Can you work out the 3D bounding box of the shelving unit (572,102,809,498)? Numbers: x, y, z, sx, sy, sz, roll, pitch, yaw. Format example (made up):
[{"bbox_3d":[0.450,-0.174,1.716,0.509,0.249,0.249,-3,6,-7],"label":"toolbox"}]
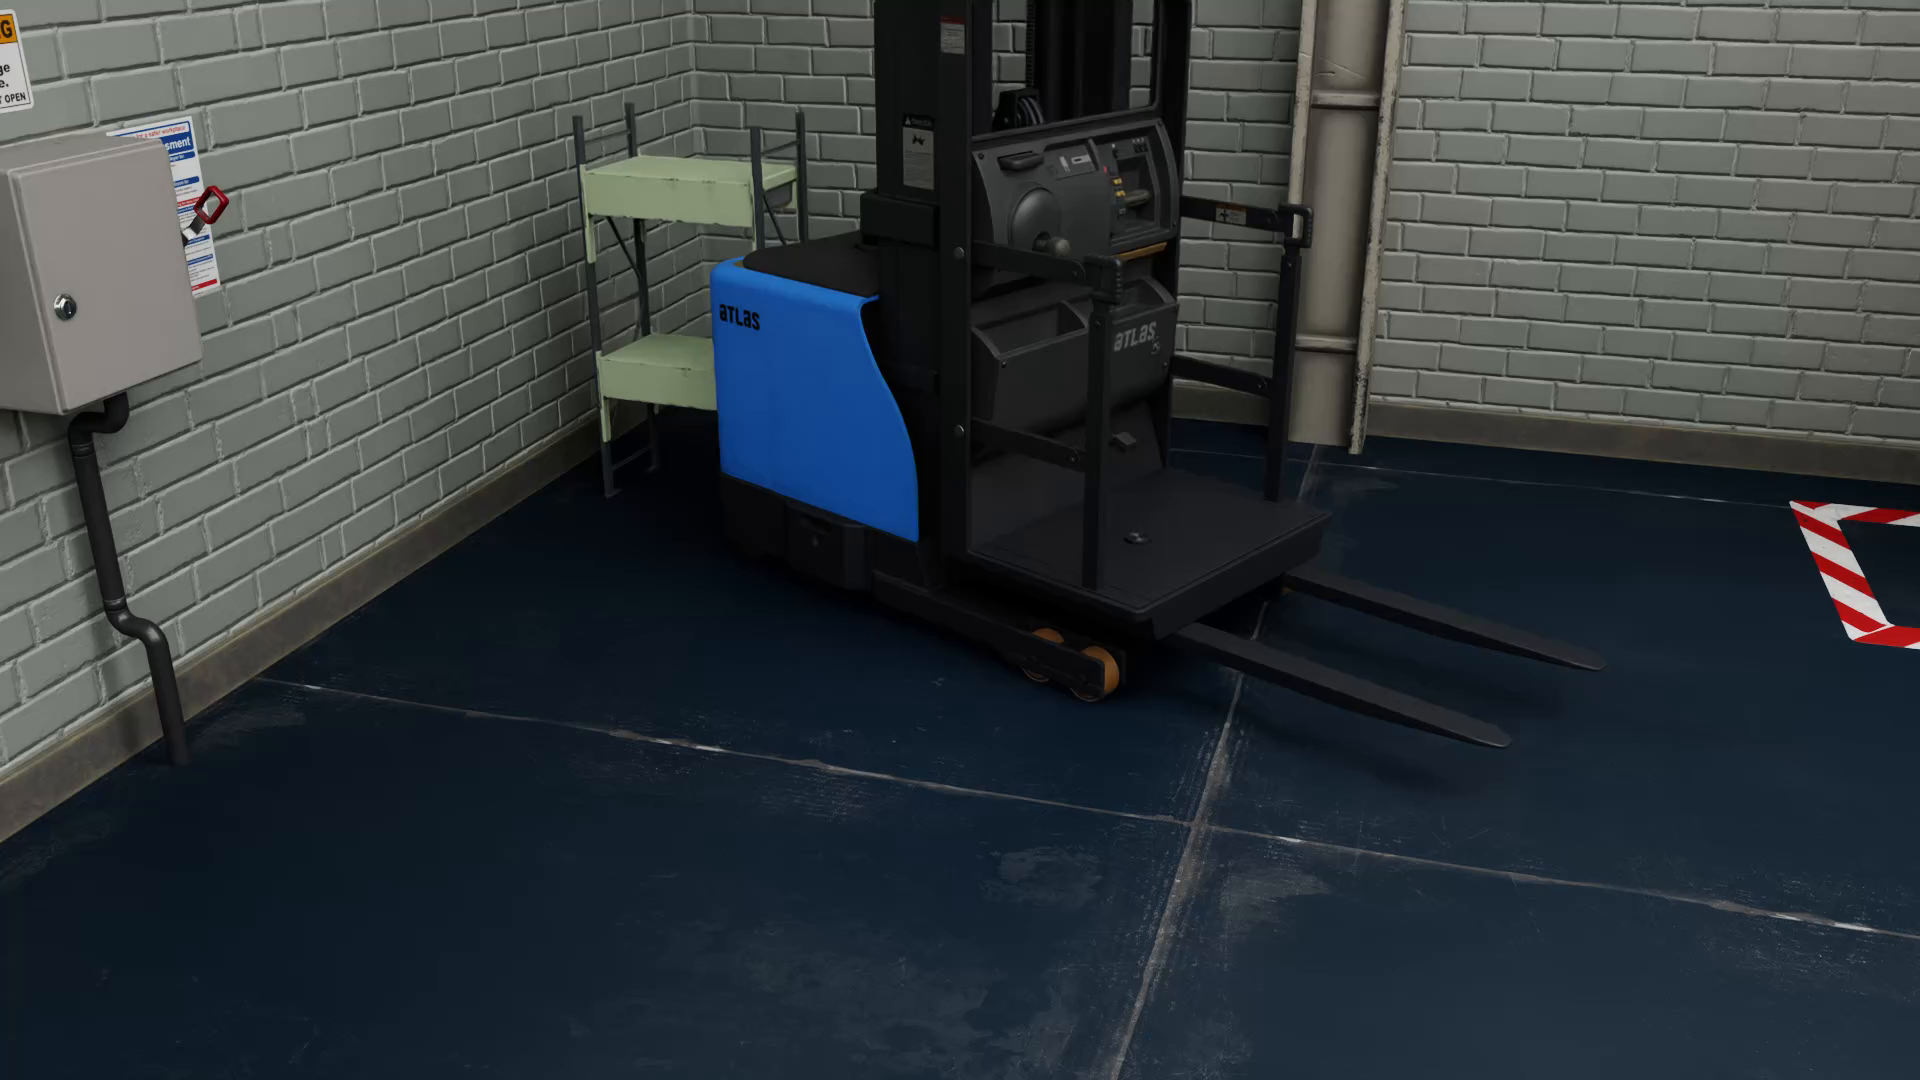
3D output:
[{"bbox_3d":[-1.005,-0.886,6.454,0.755,1.500,0.431,8,24,19],"label":"shelving unit"}]

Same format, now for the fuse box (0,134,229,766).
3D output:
[{"bbox_3d":[-2.185,-0.168,4.425,0.414,1.711,0.539,7,23,16],"label":"fuse box"}]

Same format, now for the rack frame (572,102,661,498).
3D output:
[{"bbox_3d":[-1.347,-0.936,6.575,0.023,1.500,0.400,8,24,19],"label":"rack frame"}]

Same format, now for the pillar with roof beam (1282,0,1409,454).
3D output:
[{"bbox_3d":[0.340,-3.046,1.838,0.400,9.000,9.100,7,23,16],"label":"pillar with roof beam"}]

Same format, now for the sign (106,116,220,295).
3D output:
[{"bbox_3d":[-2.240,-0.923,4.692,0.001,0.494,0.329,7,23,16],"label":"sign"}]

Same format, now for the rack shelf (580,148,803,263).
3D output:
[{"bbox_3d":[-1.005,-1.247,6.306,0.720,0.370,0.431,8,24,19],"label":"rack shelf"}]

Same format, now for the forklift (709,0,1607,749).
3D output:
[{"bbox_3d":[0.534,-1.087,5.058,3.031,2.935,1.130,19,29,39],"label":"forklift"}]

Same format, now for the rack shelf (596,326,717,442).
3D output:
[{"bbox_3d":[-1.005,-0.585,6.578,0.720,0.370,0.431,8,24,19],"label":"rack shelf"}]

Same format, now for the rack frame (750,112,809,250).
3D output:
[{"bbox_3d":[-0.663,-0.837,6.334,0.023,1.500,0.400,8,24,19],"label":"rack frame"}]

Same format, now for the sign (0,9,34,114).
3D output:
[{"bbox_3d":[-2.399,-1.149,4.030,0.001,0.242,0.339,7,23,16],"label":"sign"}]
